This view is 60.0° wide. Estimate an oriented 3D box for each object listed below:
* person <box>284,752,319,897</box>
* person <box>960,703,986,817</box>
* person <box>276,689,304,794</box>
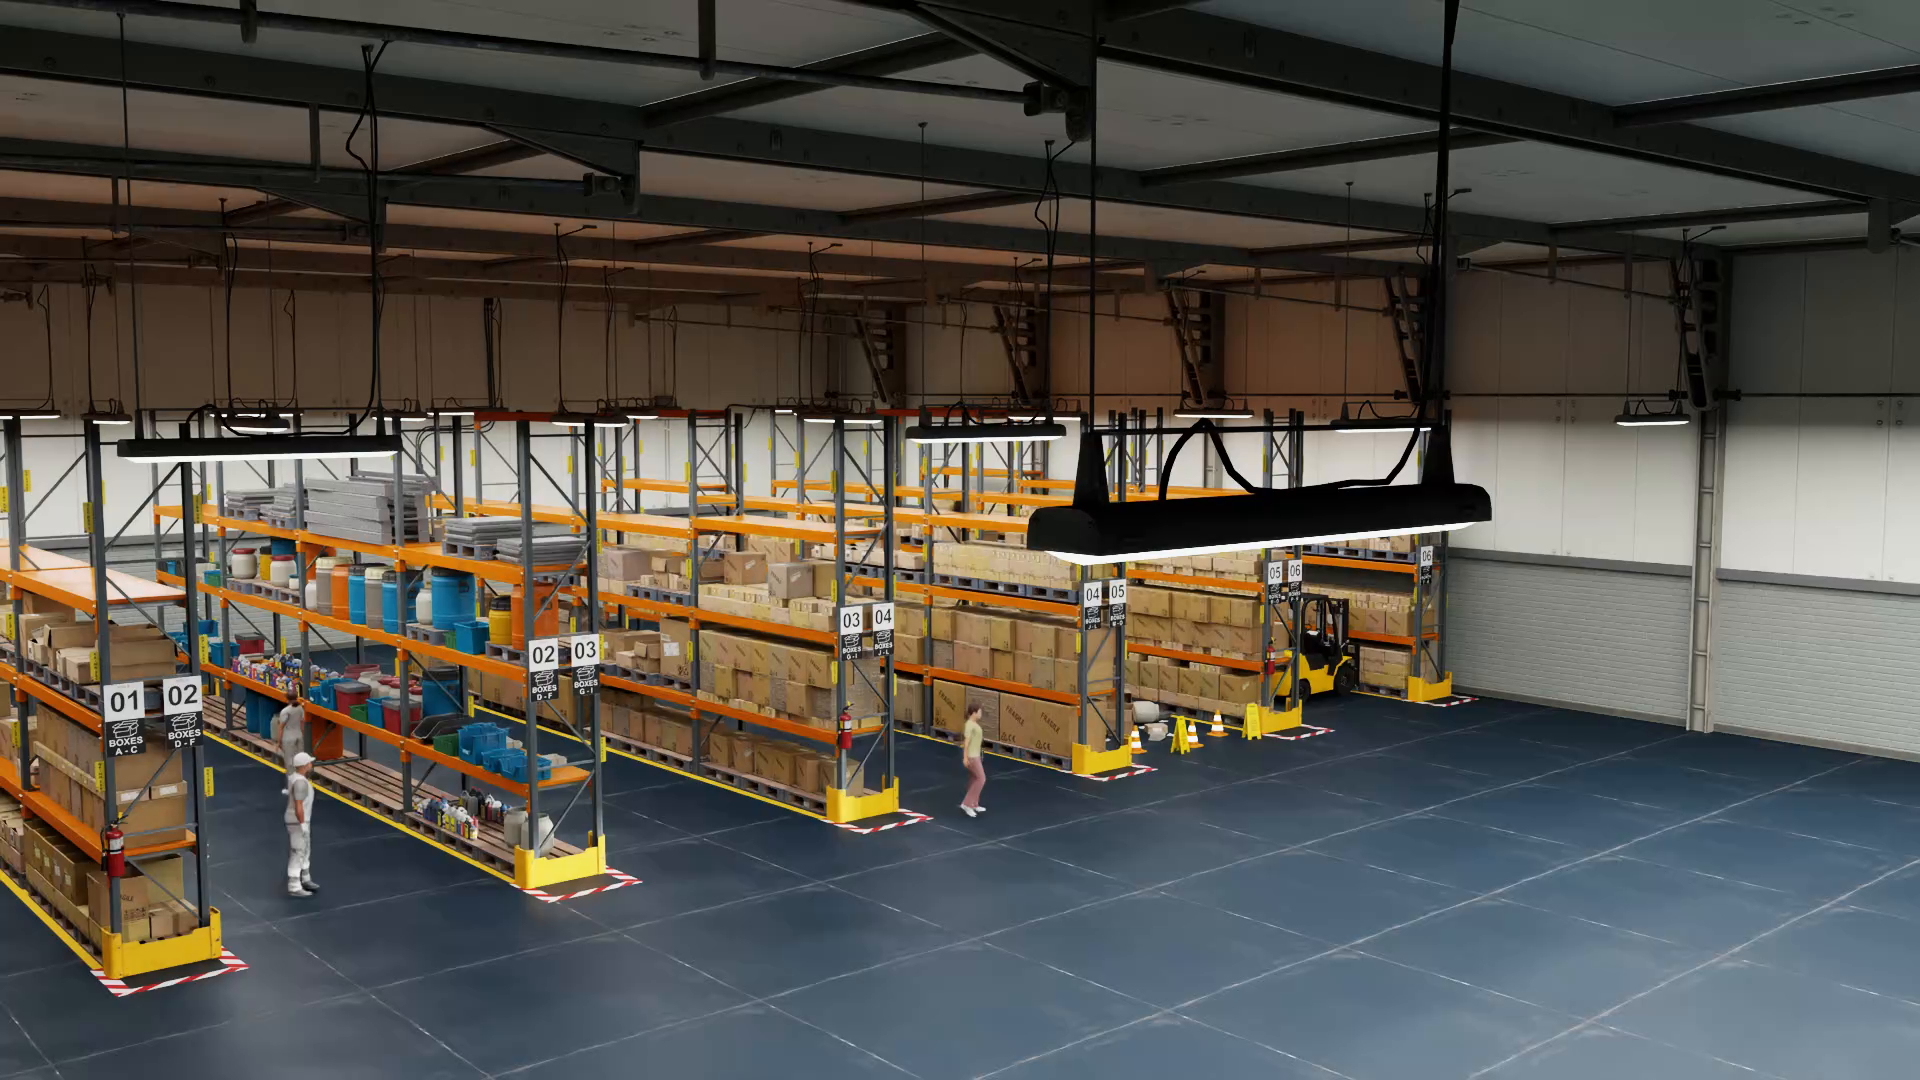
[{"bbox_3d":[-8.370,3.588,21.118,0.389,1.802,0.631,-1,5,-16],"label":"person"},{"bbox_3d":[0.213,3.299,25.172,0.379,1.680,0.569,1,5,6],"label":"person"},{"bbox_3d":[-10.575,3.200,26.278,0.375,1.706,0.538,2,5,21],"label":"person"}]
